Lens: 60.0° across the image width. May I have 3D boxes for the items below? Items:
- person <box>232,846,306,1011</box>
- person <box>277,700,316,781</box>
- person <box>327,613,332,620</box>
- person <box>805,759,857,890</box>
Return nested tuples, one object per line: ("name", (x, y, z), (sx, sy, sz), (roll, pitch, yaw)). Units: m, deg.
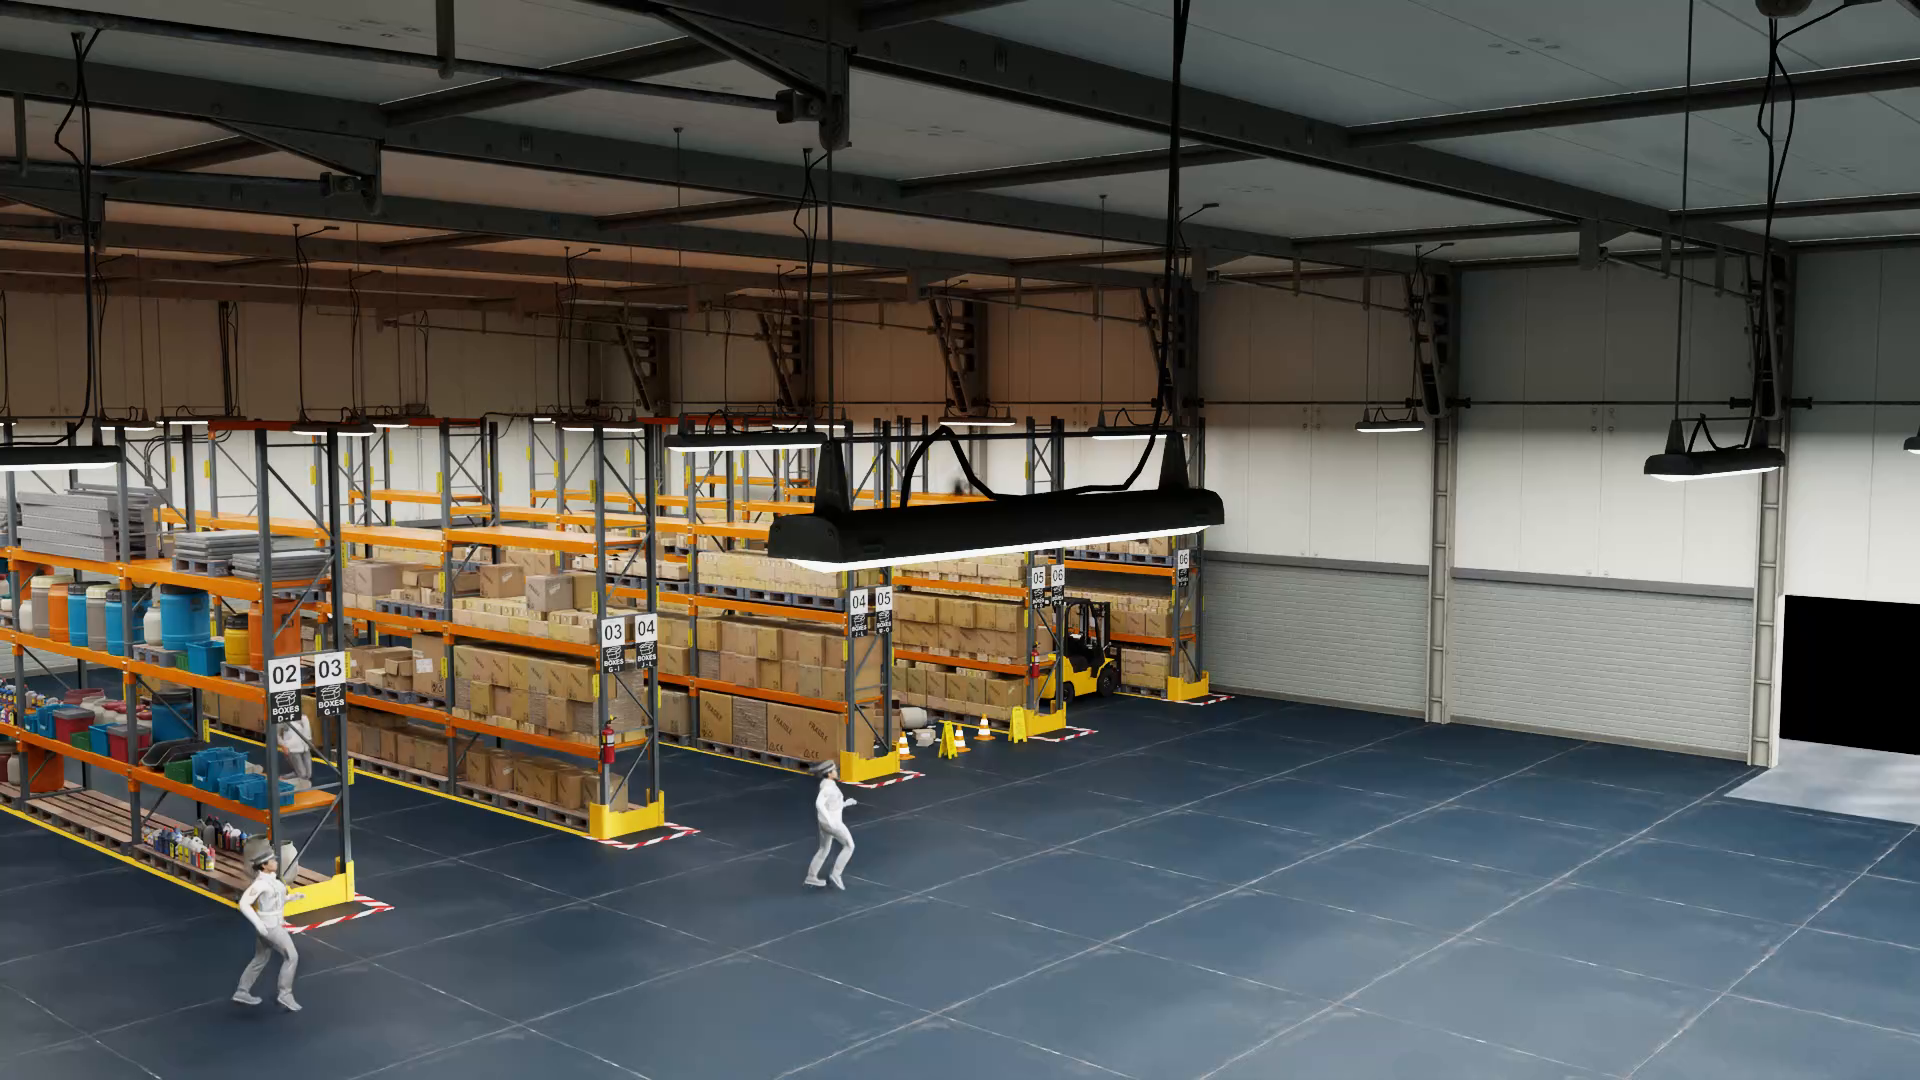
("person", (-7.180, 4.052, 17.283), (0.732, 1.753, 0.583), (-2, 5, -21))
("person", (-10.448, 3.303, 26.191), (0.581, 1.728, 0.662), (2, 5, 27))
("person", (-13.693, 2.454, 36.280), (0.736, 1.736, 0.644), (-4, 6, -43))
("person", (-1.667, 3.697, 21.583), (0.701, 1.723, 0.579), (-2, 5, -22))
